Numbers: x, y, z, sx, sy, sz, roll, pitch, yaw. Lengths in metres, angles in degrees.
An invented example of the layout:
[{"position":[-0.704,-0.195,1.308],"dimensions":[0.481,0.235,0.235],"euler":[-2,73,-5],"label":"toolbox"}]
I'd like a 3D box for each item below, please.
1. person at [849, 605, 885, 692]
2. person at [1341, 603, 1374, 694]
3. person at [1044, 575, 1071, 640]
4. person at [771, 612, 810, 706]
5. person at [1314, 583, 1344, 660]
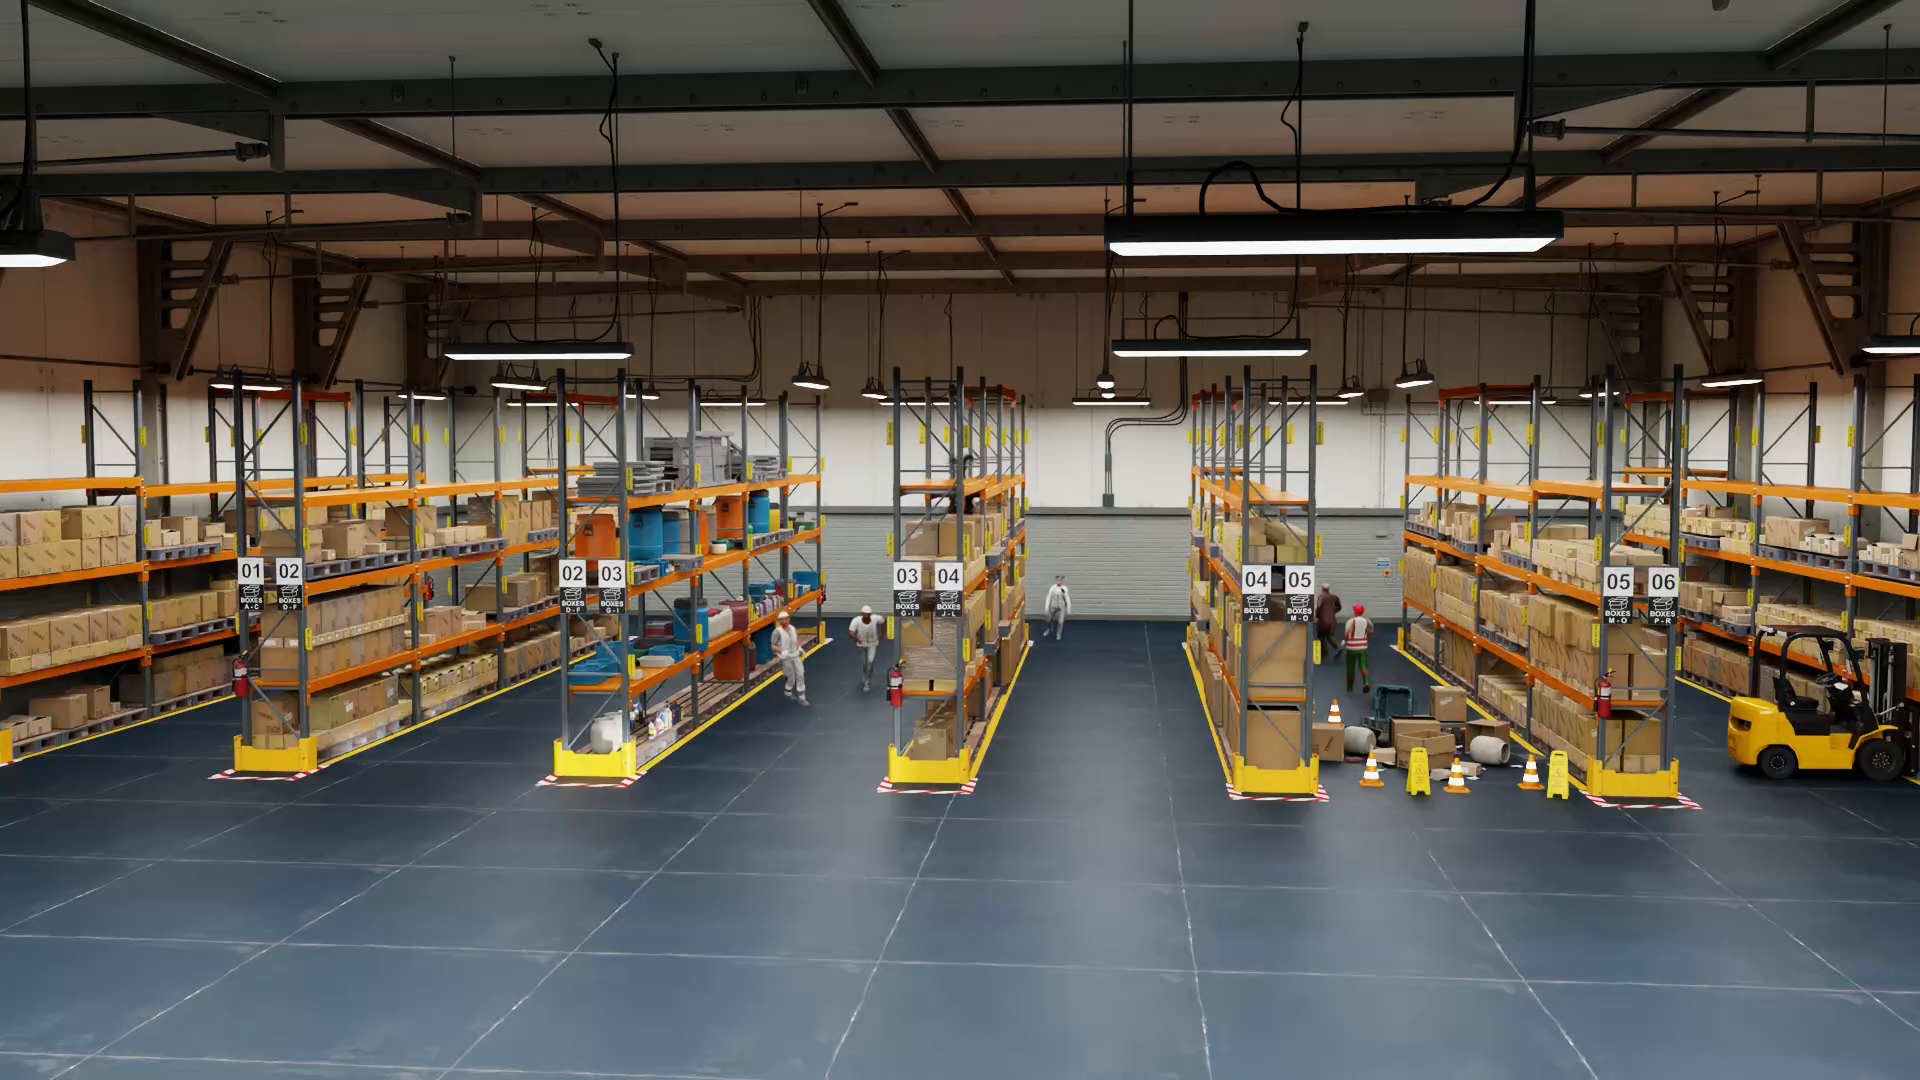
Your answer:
[{"position":[-1.852,2.120,33.107],"dimensions":[0.738,1.717,1.039],"euler":[0,4,-5],"label":"person"},{"position":[7.662,2.098,32.043],"dimensions":[0.655,1.765,1.000],"euler":[0,4,-2],"label":"person"},{"position":[2.397,1.641,41.050],"dimensions":[0.713,1.612,0.637],"euler":[1,4,10],"label":"person"},{"position":[-3.183,2.199,30.853],"dimensions":[0.665,1.754,0.767],"euler":[-3,5,-39],"label":"person"},{"position":[8.276,1.833,37.188],"dimensions":[0.713,1.731,0.845],"euler":[-1,4,-19],"label":"person"}]
